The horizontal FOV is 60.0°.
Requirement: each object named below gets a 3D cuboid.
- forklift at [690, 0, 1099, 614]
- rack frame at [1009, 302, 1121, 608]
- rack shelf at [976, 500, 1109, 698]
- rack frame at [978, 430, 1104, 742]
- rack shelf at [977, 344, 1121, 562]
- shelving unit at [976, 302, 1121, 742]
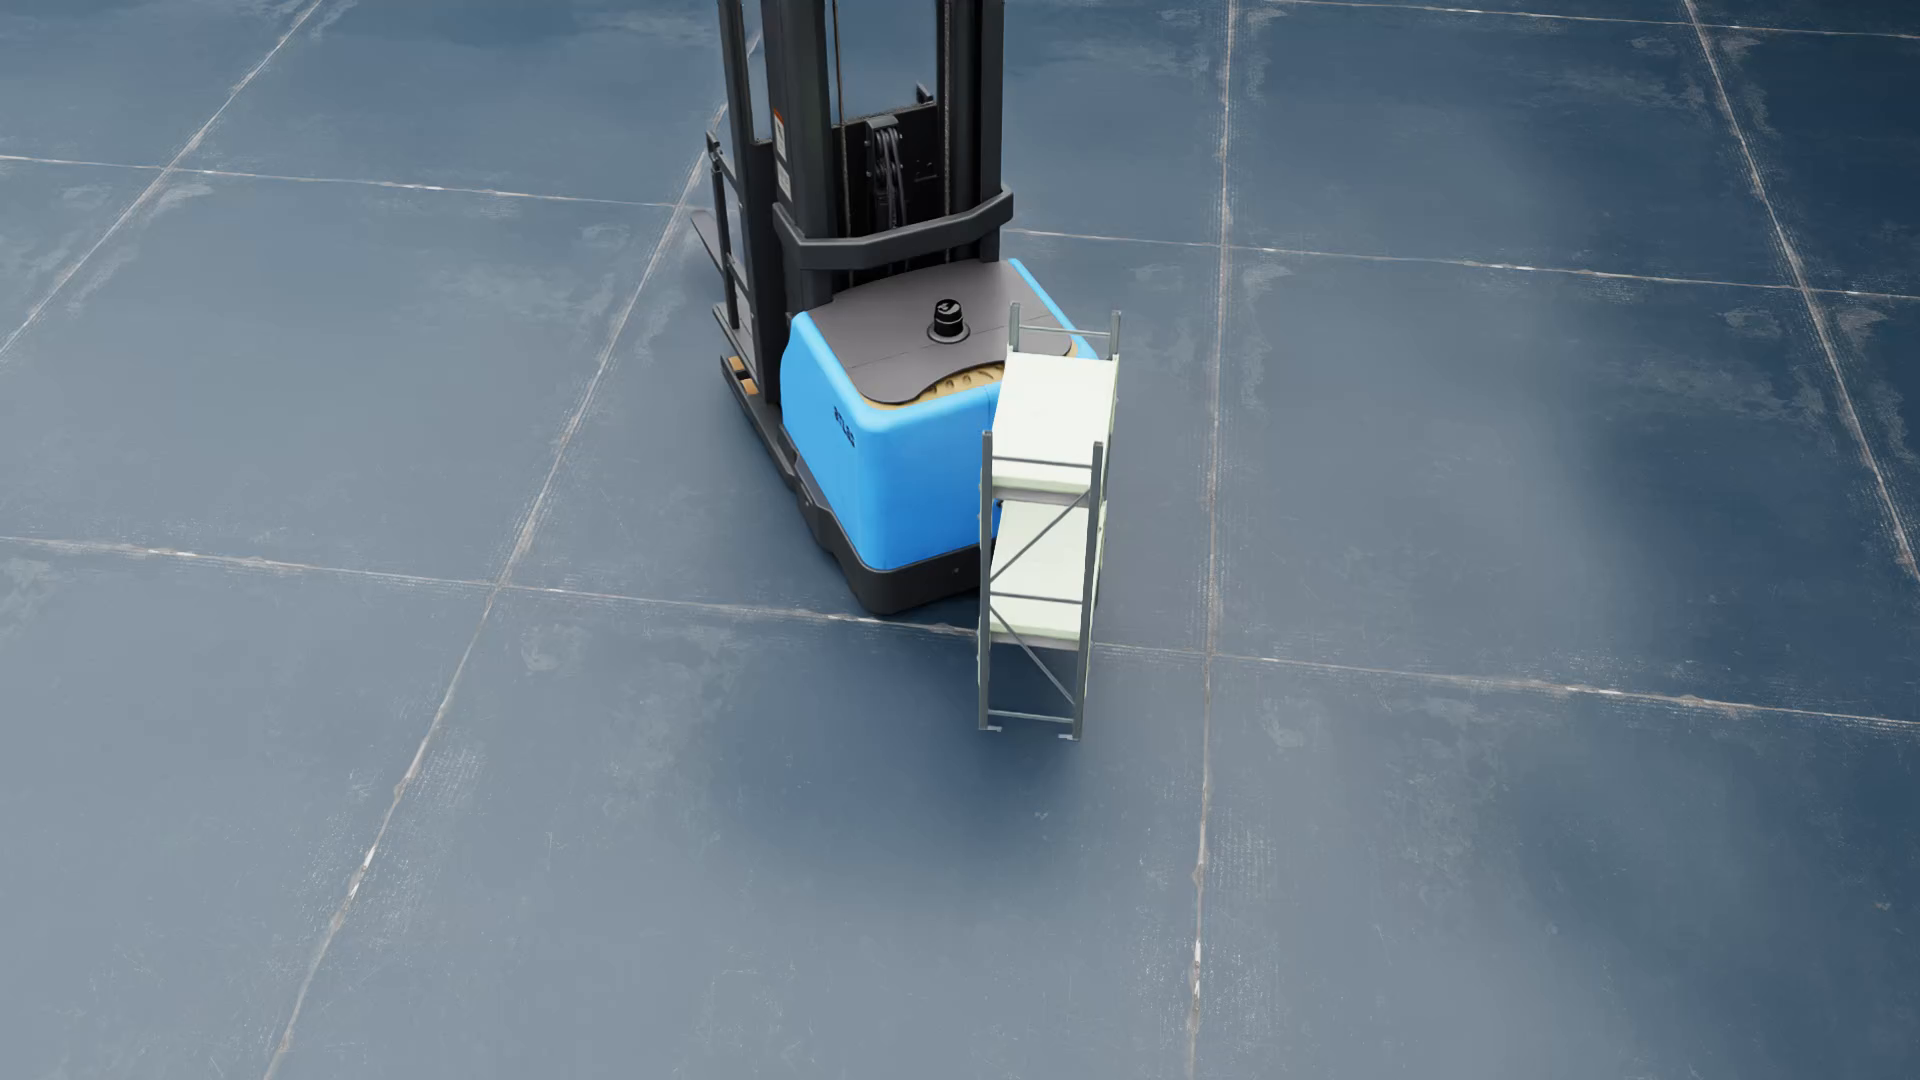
[{"bbox_3d":[-0.500,-1.781,7.021,1.130,2.935,3.031,-17,46,-17],"label":"forklift"},{"bbox_3d":[0.379,-0.287,6.485,0.400,1.500,0.023,6,44,6],"label":"rack frame"},{"bbox_3d":[0.325,0.198,6.446,0.431,0.370,0.720,6,44,6],"label":"rack shelf"},{"bbox_3d":[0.272,0.211,5.959,0.400,1.500,0.023,6,44,6],"label":"rack frame"},{"bbox_3d":[0.325,-0.322,5.954,0.431,0.370,0.720,6,44,6],"label":"rack shelf"},{"bbox_3d":[0.325,-0.038,6.222,0.431,1.500,0.755,6,44,6],"label":"shelving unit"}]
